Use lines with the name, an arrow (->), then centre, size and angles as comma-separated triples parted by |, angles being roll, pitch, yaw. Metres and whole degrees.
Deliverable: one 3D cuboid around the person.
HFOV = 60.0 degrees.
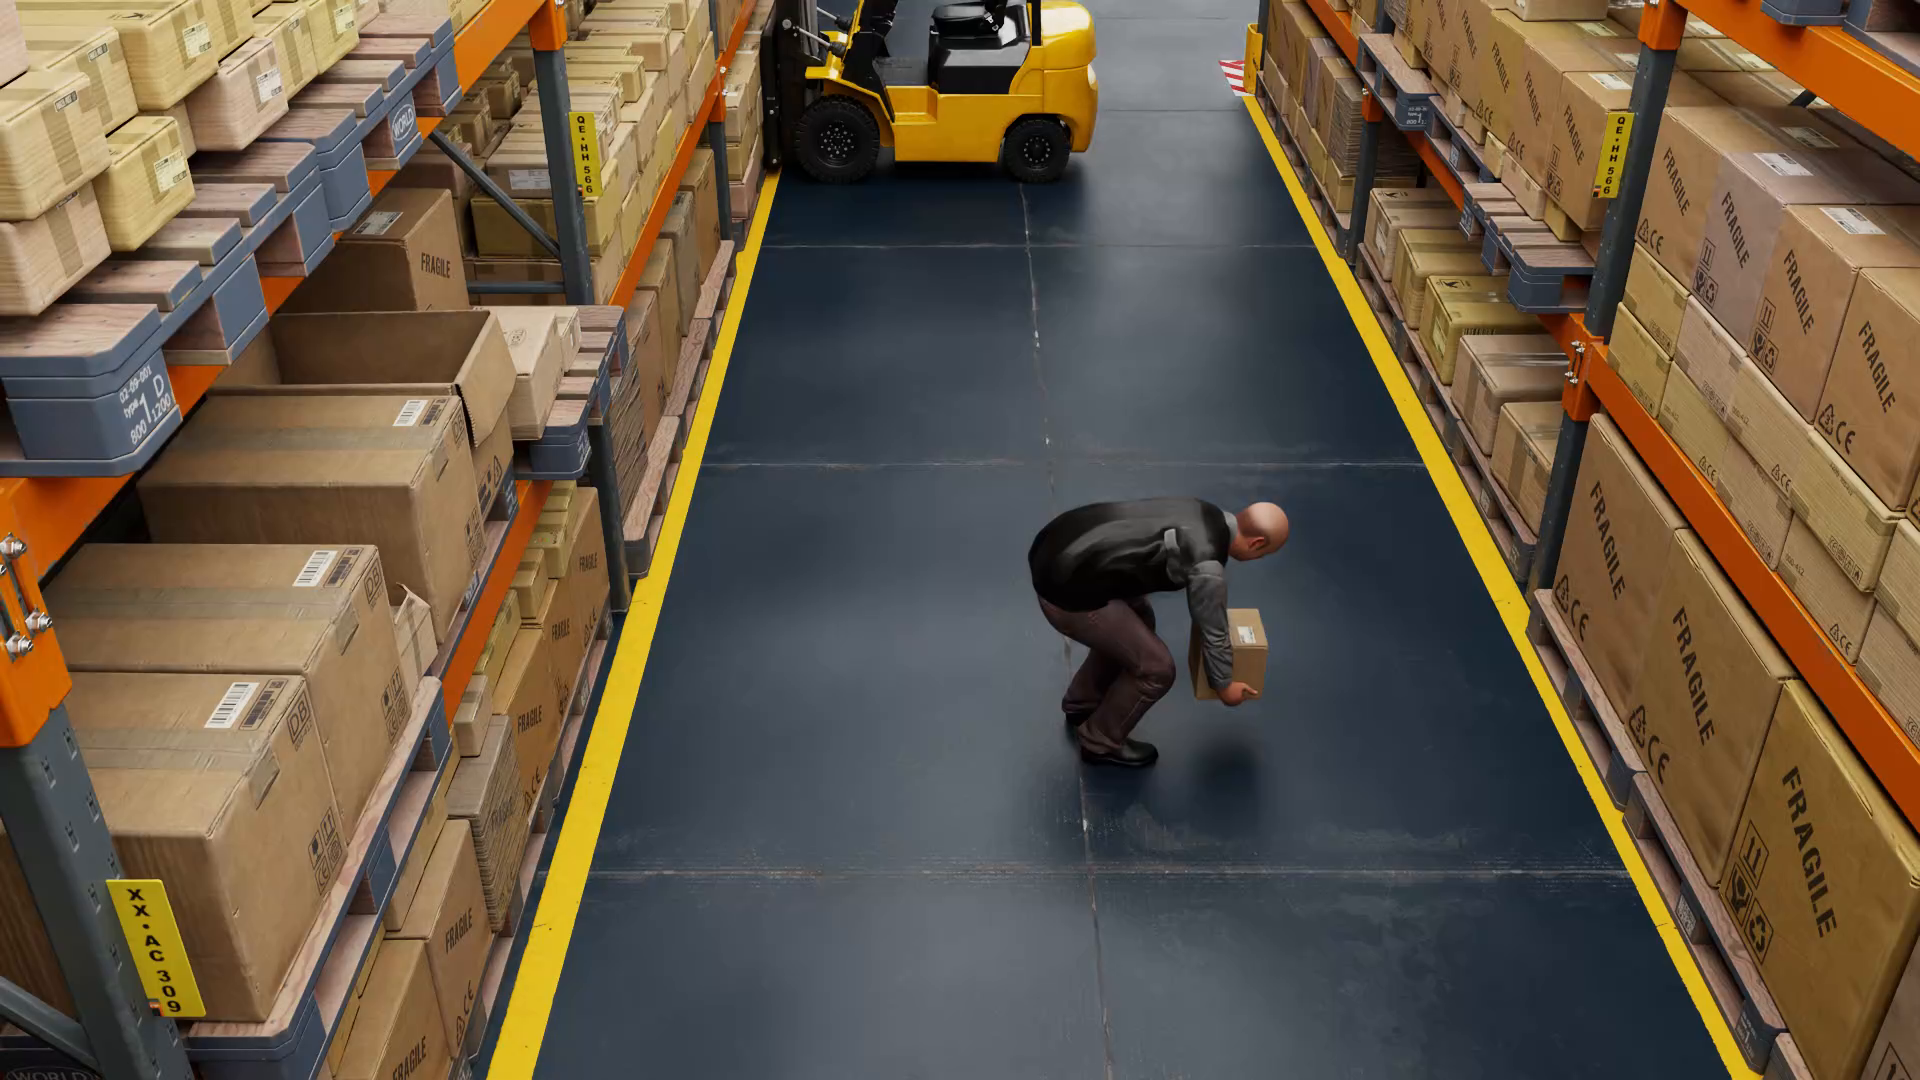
person -> 0.730, 0.320, 6.266 | 0.950, 1.063, 0.498 | -2, 31, -3
